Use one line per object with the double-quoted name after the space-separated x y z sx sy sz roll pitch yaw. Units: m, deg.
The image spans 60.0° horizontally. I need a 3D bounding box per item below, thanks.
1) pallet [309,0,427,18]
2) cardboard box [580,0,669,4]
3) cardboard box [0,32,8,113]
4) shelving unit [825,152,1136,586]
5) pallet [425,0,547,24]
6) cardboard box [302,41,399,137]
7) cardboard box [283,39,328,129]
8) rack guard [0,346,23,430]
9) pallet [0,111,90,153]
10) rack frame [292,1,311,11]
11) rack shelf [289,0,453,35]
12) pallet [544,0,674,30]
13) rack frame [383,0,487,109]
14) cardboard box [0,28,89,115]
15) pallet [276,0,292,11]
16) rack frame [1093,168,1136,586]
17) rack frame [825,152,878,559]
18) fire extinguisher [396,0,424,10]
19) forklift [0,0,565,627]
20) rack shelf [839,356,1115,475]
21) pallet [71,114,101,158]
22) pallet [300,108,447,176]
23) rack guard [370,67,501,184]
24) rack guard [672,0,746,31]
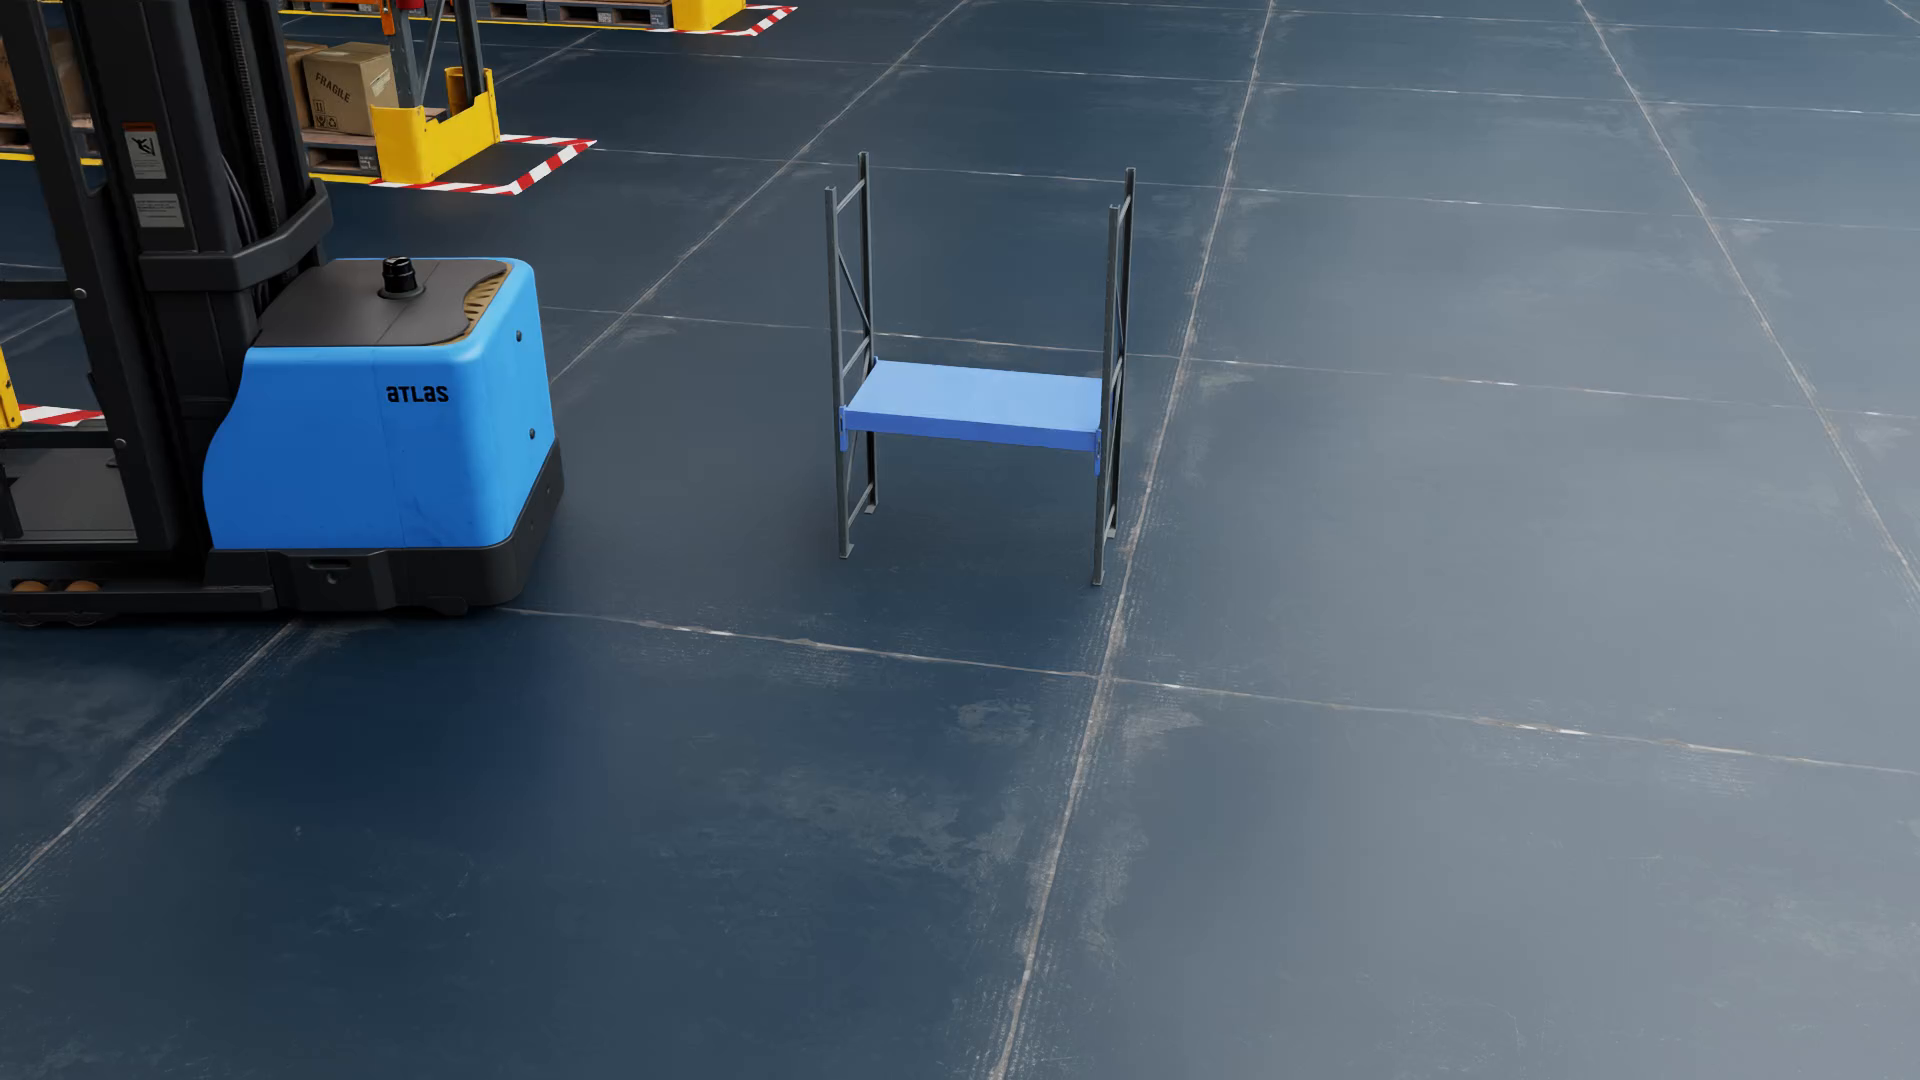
-5.578 -5.347 16.298 1.213 0.211 1.003 6 29 11 "pallet"
-3.070 -5.572 15.579 0.875 0.875 0.875 6 29 11 "cardboard box"
-7.057 -3.393 11.990 0.500 0.500 0.500 5 29 9 "cardboard box"
0.083 -0.649 6.374 1.048 1.500 0.538 6 29 11 "shelving unit"
-4.381 -5.226 16.076 1.213 0.211 1.003 6 29 11 "pallet"
-4.135 -3.121 11.494 0.500 0.500 0.500 11 31 20 "cardboard box"
-4.727 -3.165 11.574 0.500 0.500 0.500 14 32 24 "cardboard box"
-4.646 -0.526 7.191 0.348 0.500 1.175 6 29 11 "rack guard"
-6.775 -3.090 12.175 1.213 0.211 1.003 6 29 11 "pallet"
-6.305 -6.684 15.834 0.127 3.000 1.000 6 29 11 "rack frame"
-5.484 -3.848 11.405 4.000 0.370 1.077 6 29 11 "rack shelf"
-3.191 -5.103 15.851 1.213 0.211 1.003 6 29 11 "pallet"
-3.528 -3.963 10.866 0.127 3.000 1.000 6 29 11 "rack frame"
-6.495 -3.339 11.892 0.500 0.500 0.500 16 32 26 "cardboard box"
-7.075 -5.502 16.581 1.213 0.211 1.003 6 29 11 "pallet"
0.581 -0.598 6.281 0.032 1.500 0.500 6 29 11 "rack frame"
-0.414 -0.700 6.467 0.032 1.500 0.500 6 29 11 "rack frame"
-3.512 -3.701 10.468 0.183 0.674 0.296 6 29 11 "fire extinguisher"
-3.169 -1.221 5.928 3.031 2.935 1.130 0 29 -1 "forklift"
0.083 -0.492 6.461 1.000 0.185 0.538 6 29 11 "rack shelf"
-5.579 -2.969 11.954 1.213 0.211 1.003 6 29 11 "pallet"
-4.389 -2.846 11.728 1.213 0.211 1.003 6 29 11 "pallet"
-3.602 -2.874 11.480 0.348 0.500 1.175 6 29 11 "rack guard"
-2.370 -5.184 15.698 0.348 0.500 1.175 6 29 11 "rack guard"
